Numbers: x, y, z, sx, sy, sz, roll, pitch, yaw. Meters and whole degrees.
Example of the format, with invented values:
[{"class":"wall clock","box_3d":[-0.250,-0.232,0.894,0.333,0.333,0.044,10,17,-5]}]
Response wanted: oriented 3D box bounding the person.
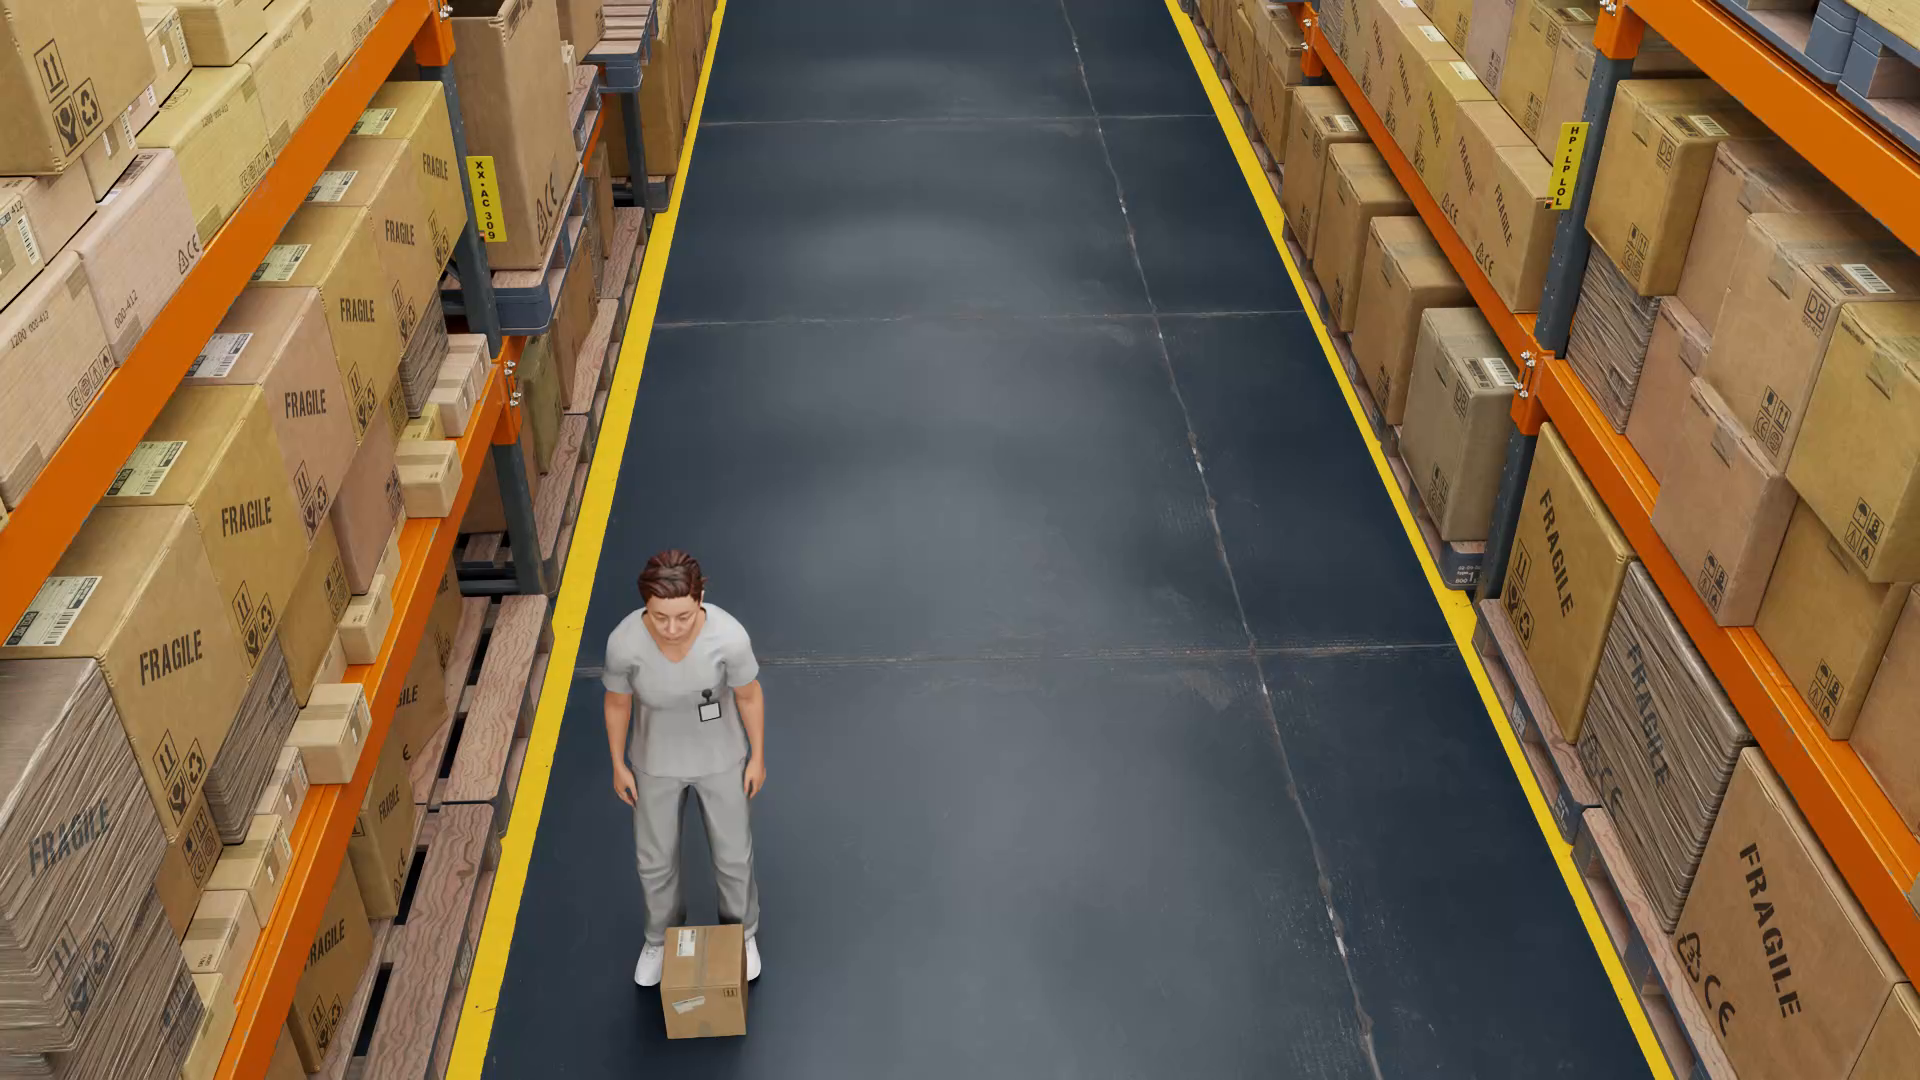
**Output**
[{"class":"person","box_3d":[-0.844,0.701,5.160,0.495,1.671,0.364,-3,35,-4]}]
